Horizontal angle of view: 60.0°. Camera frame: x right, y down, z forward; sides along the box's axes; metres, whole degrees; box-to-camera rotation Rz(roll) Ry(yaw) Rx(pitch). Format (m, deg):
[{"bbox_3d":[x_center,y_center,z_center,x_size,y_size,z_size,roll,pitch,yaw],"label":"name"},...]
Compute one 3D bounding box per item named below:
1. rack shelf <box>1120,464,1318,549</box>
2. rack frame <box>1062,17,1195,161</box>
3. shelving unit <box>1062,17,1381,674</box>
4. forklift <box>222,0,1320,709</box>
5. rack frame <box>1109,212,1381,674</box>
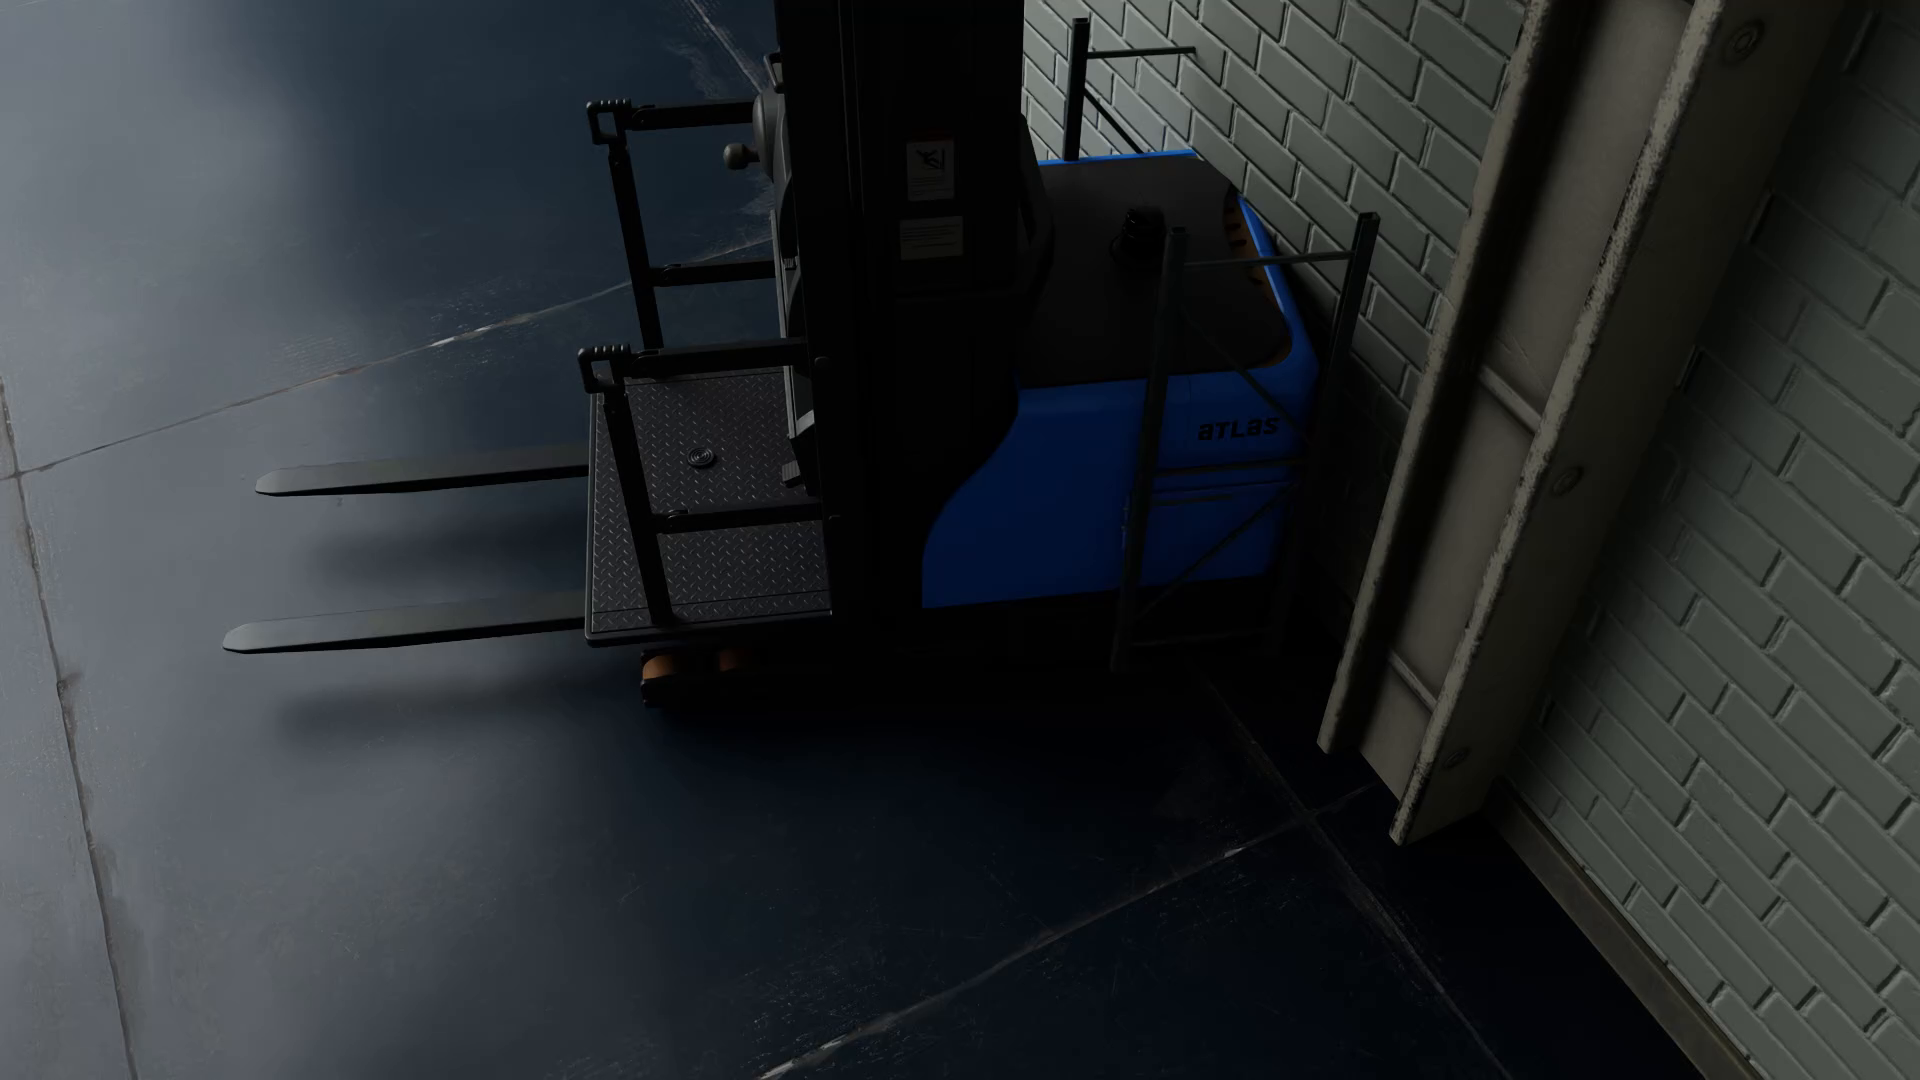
[{"bbox_3d":[0.613,-0.408,4.813,0.538,0.185,1.000,-6,45,-8],"label":"rack shelf"},{"bbox_3d":[0.534,-0.887,5.047,0.500,1.500,0.032,-6,45,-8],"label":"rack frame"},{"bbox_3d":[0.618,-0.537,4.688,0.538,1.500,1.048,-6,45,-8],"label":"shelving unit"},{"bbox_3d":[-0.620,-0.905,4.095,3.031,2.935,1.130,-6,49,-5],"label":"forklift"},{"bbox_3d":[0.702,-0.187,4.329,0.500,1.500,0.032,-6,45,-8],"label":"rack frame"}]
